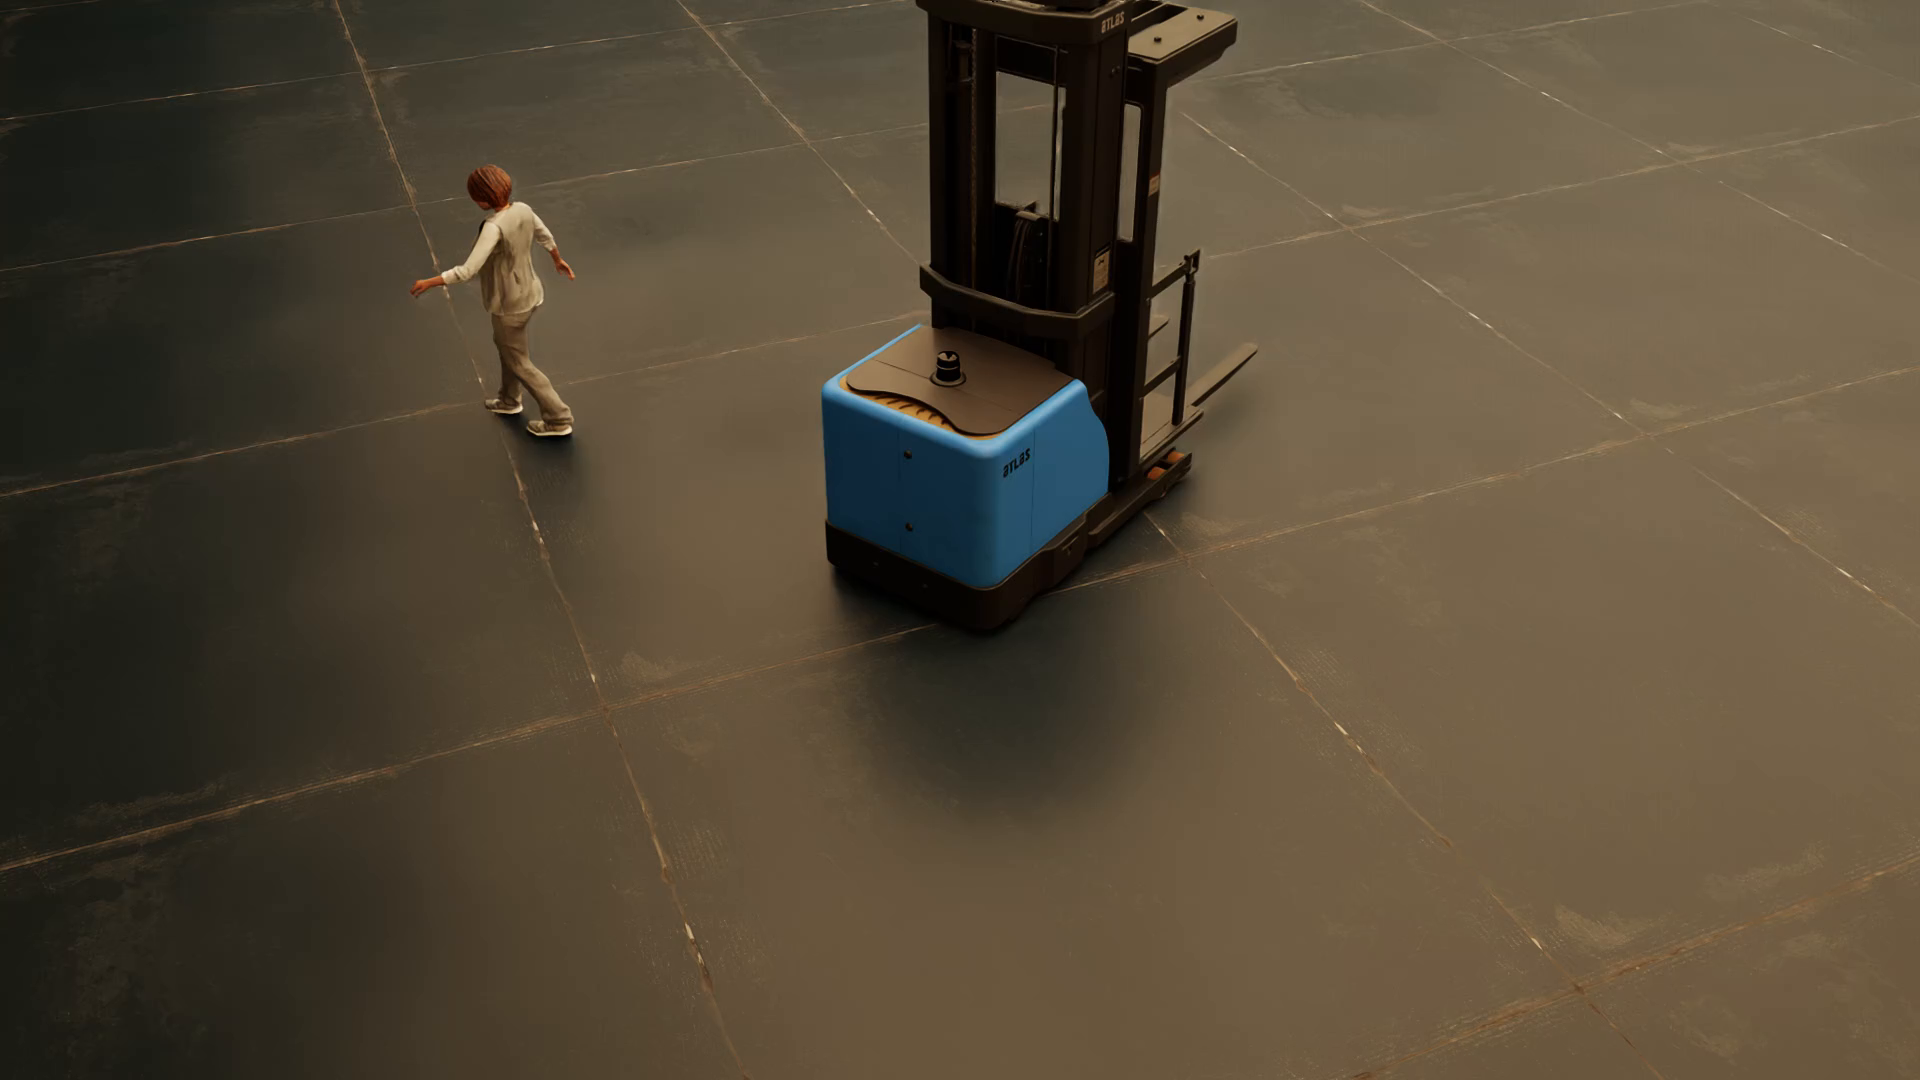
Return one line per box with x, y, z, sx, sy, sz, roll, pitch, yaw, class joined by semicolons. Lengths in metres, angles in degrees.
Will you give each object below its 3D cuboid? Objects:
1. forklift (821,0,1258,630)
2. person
0.605;-1.571;8.308;1.130;2.935;3.031;23;41;29;forklift
-2.499;-1.322;9.164;0.663;1.569;0.834;9;36;13;person
